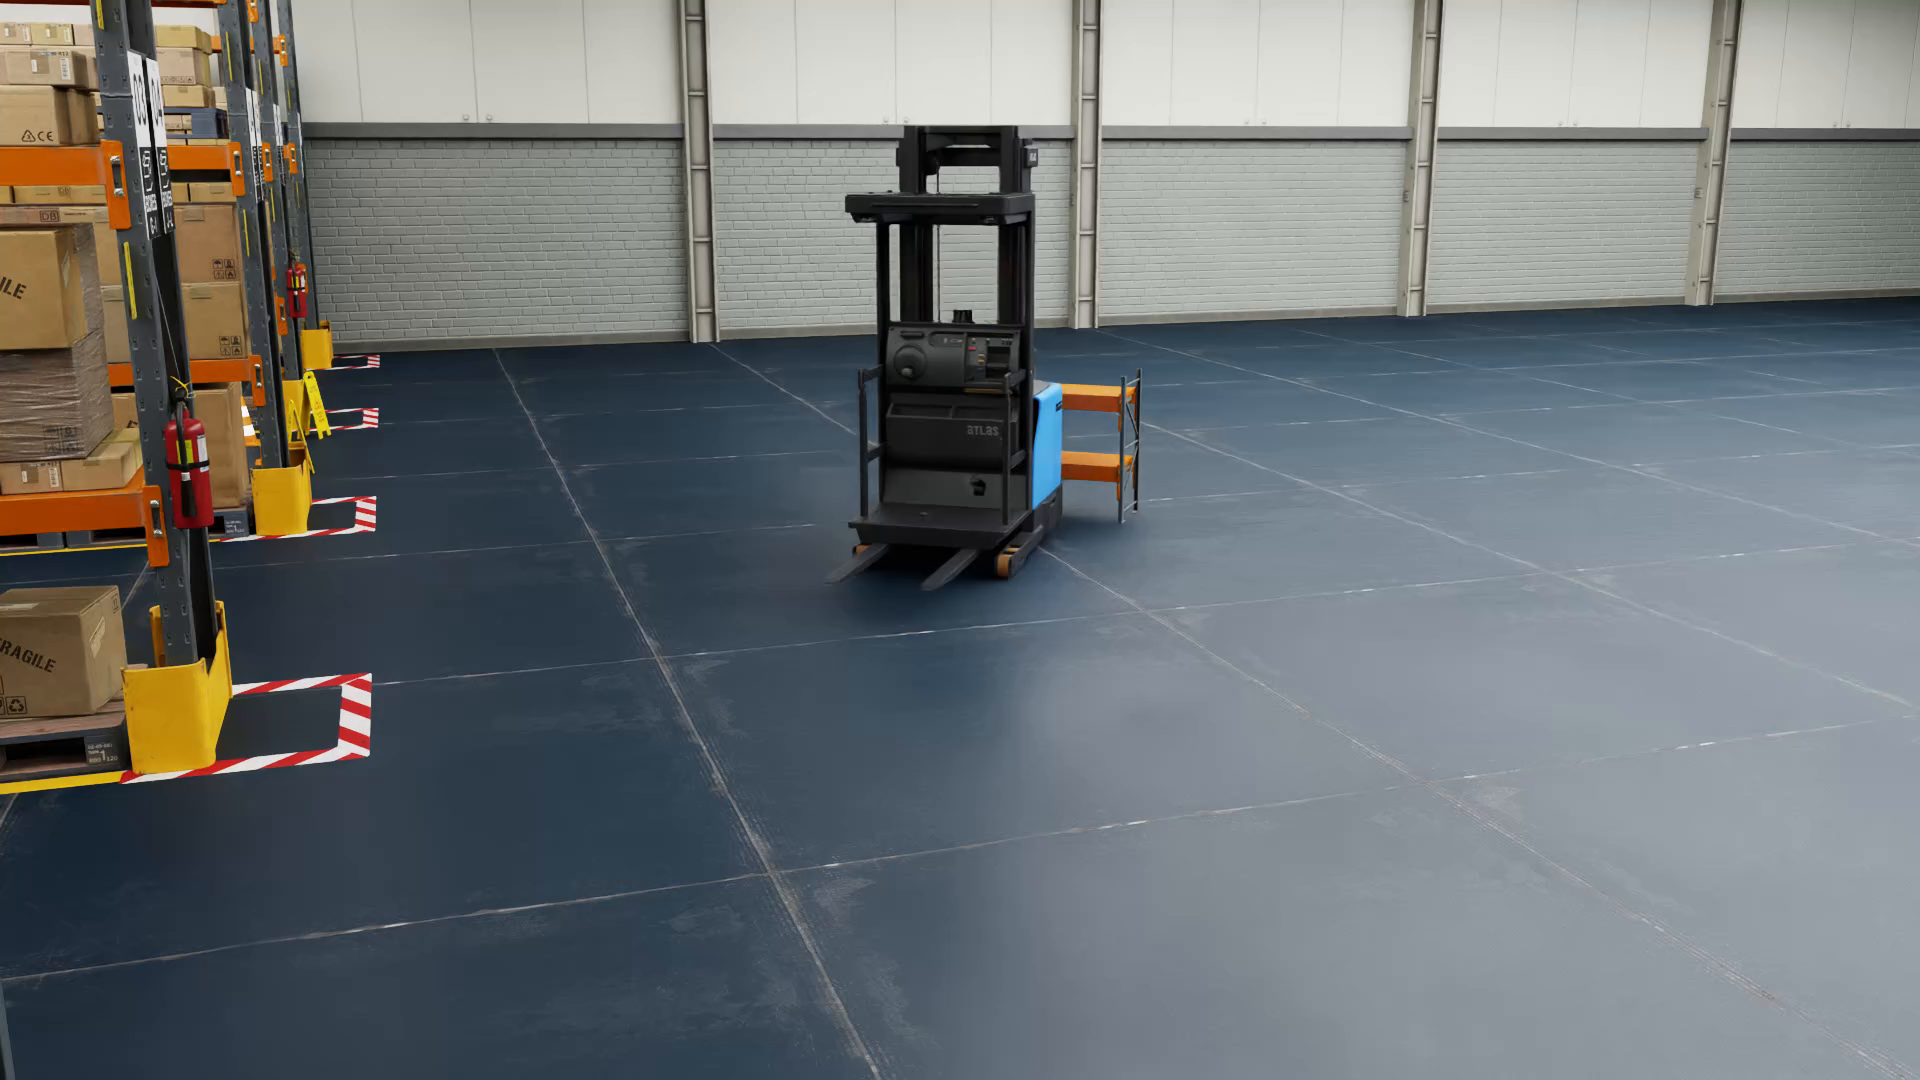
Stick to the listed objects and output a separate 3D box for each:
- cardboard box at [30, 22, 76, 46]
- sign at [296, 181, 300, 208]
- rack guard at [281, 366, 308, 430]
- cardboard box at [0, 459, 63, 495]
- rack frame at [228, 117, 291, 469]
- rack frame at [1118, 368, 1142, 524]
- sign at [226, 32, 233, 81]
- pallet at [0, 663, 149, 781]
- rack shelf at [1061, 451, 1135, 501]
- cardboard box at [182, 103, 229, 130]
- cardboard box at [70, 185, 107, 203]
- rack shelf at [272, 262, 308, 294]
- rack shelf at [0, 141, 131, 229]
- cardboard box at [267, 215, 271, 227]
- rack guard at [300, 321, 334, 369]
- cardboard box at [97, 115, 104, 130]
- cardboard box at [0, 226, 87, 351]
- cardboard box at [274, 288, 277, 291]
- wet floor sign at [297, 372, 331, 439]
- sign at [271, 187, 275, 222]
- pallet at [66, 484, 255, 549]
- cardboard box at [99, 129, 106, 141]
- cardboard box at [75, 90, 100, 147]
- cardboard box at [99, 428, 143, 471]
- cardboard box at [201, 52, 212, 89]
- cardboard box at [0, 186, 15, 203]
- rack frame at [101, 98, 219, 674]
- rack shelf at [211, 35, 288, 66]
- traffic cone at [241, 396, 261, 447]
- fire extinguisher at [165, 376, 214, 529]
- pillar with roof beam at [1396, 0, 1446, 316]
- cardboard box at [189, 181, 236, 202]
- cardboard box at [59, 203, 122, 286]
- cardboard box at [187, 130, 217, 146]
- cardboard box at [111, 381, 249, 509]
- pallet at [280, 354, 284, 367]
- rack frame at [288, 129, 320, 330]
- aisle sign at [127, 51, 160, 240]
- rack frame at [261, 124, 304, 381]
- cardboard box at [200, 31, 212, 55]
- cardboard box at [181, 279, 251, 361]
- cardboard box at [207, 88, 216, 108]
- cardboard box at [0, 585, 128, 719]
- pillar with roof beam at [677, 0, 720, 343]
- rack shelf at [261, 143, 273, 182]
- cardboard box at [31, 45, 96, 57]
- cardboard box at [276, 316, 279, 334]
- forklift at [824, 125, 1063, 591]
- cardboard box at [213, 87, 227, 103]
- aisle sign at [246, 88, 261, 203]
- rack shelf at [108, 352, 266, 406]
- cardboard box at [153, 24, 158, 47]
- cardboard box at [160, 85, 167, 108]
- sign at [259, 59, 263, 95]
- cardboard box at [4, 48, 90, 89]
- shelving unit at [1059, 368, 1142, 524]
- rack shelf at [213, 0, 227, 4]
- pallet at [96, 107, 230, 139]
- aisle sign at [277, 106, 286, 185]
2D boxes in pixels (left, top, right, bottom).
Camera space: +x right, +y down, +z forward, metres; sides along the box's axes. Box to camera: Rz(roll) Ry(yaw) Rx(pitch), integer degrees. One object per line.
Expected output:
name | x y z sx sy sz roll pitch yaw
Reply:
cardboard box | -6.162 -3.443 11.349 0.250 0.149 0.380 -4 14 -17
sign | -8.327 -4.346 20.916 0.005 0.325 0.100 -4 14 -18
rack guard | -6.973 -1.477 17.272 0.348 0.500 1.175 -4 14 -18
cardboard box | -4.181 -0.319 7.543 0.250 0.149 0.380 -4 14 -18
rack frame | -5.226 -1.621 12.474 0.127 3.000 1.000 -4 14 -18
rack frame | 1.305 -0.725 12.759 0.032 1.125 0.500 5 14 20
sign | -5.066 -3.352 11.529 0.005 0.325 0.100 -4 14 -18
pallet | -4.593 0.889 7.949 1.213 0.211 1.003 -4 14 -18
rack shelf | 0.830 -0.529 12.991 1.000 0.278 0.538 5 14 20
cardboard box | -7.300 -4.133 16.235 0.500 0.250 0.500 -5 14 -19
cardboard box | -8.248 -3.197 16.082 0.500 0.500 0.700 -5 14 -19
rack shelf | -10.383 -3.290 21.045 4.000 0.370 1.077 -4 14 -18
rack shelf | -5.636 -1.487 6.985 4.000 0.370 1.077 -4 14 -18
cardboard box | -8.727 -4.064 21.130 0.250 0.149 0.380 -4 14 -17
rack guard | -8.465 -2.573 21.879 0.348 0.500 1.175 -4 14 -18
cardboard box | -8.267 -4.057 15.915 0.500 0.250 0.500 -4 14 -16
cardboard box | -4.183 -1.110 7.309 0.500 0.500 0.500 -4 14 -18
cardboard box | -9.003 -3.146 21.762 0.500 0.250 0.500 -5 14 -19
wet floor sign | -6.379 -1.333 16.352 0.232 0.644 0.267 0 13 1
sign | -6.743 -3.293 16.318 0.005 0.325 0.100 -4 14 -18
pallet | -5.959 -0.188 12.476 1.213 0.211 1.003 -4 14 -18
cardboard box | -8.120 -3.878 16.023 0.250 0.149 0.380 -5 14 -19
cardboard box | -4.279 -1.933 7.628 0.500 0.250 0.500 -4 14 -16
cardboard box | -4.086 -0.434 8.030 0.250 0.149 0.380 -4 14 -18
cardboard box | -5.765 -3.425 12.137 0.500 0.250 0.500 -4 14 -18
cardboard box | -9.230 -3.132 15.810 0.500 0.500 0.700 -5 14 -19
rack frame | -3.740 -0.525 7.869 0.127 3.000 1.000 -4 14 -18
rack shelf | -10.383 -6.014 20.397 4.000 0.370 1.077 -4 14 -18
traffic cone | -6.897 -1.150 15.978 0.334 0.463 0.336 -4 14 -18
fire extinguisher | -3.485 -0.395 7.489 0.183 0.674 0.296 -4 14 -18
pillar with roof beam | 8.998 -7.236 23.119 0.400 9.000 9.100 -4 14 -18
cardboard box | -7.315 -3.293 16.485 0.500 0.500 0.700 -5 14 -19
cardboard box | -6.082 -2.139 11.997 0.550 0.550 0.875 -4 14 -18
cardboard box | -7.375 -3.923 16.213 0.250 0.149 0.380 -4 14 -18
cardboard box | -5.848 -0.727 12.400 0.875 0.875 0.875 -4 14 -18
pallet | -9.199 -2.365 21.629 1.213 0.211 1.003 -4 14 -18
rack frame | -8.487 -3.787 21.582 0.127 3.000 1.000 -4 14 -18
aisle sign | -3.586 -1.729 7.311 0.004 0.787 0.394 -4 14 -18
rack frame | -6.901 -2.699 17.007 0.127 3.000 1.000 -4 14 -18
cardboard box | -5.644 -3.644 12.193 0.250 0.149 0.380 -4 14 -17
cardboard box | -5.563 -1.656 12.300 0.550 0.550 0.875 -4 14 -18
cardboard box | -5.653 -3.256 12.285 0.250 0.149 0.380 -4 14 -18
cardboard box | -4.337 0.529 7.932 0.500 0.500 0.500 -2 14 -8
pillar with roof beam | -2.375 -6.351 19.395 0.400 9.000 9.100 -4 14 -18
rack shelf | -8.796 -3.661 16.122 4.000 0.370 1.077 -4 14 -18
cardboard box | -6.075 -3.270 11.486 0.500 0.250 0.500 -4 14 -18
cardboard box | -8.849 -2.793 21.355 0.500 0.250 0.500 -5 14 -19
forklift | -0.102 -1.268 11.138 1.130 2.935 3.031 4 14 15
cardboard box | -7.127 -4.334 16.219 0.250 0.149 0.380 -4 14 -18
aisle sign | -5.063 -2.825 11.919 0.004 0.787 0.394 -4 14 -18
rack shelf | -7.122 -1.123 11.937 4.000 0.370 1.077 -4 14 -18
cardboard box | -5.674 -3.481 11.510 0.250 0.149 0.380 -4 14 -18
cardboard box | -5.672 -3.093 11.603 0.250 0.149 0.380 -4 14 -18
sign | -6.743 -4.466 16.039 0.005 0.325 0.100 -4 14 -18
cardboard box | -3.904 -2.017 7.119 0.250 0.149 0.380 -4 14 -18
shelving unit | 0.830 -0.766 12.934 1.048 1.125 0.538 5 14 20
rack shelf | -7.122 -3.847 11.289 4.000 0.370 1.077 -4 14 -18
pallet | -5.926 -2.980 11.897 1.213 0.211 1.003 -4 14 -18
aisle sign | -6.941 -4.036 17.011 0.004 0.787 0.394 -4 14 -18
